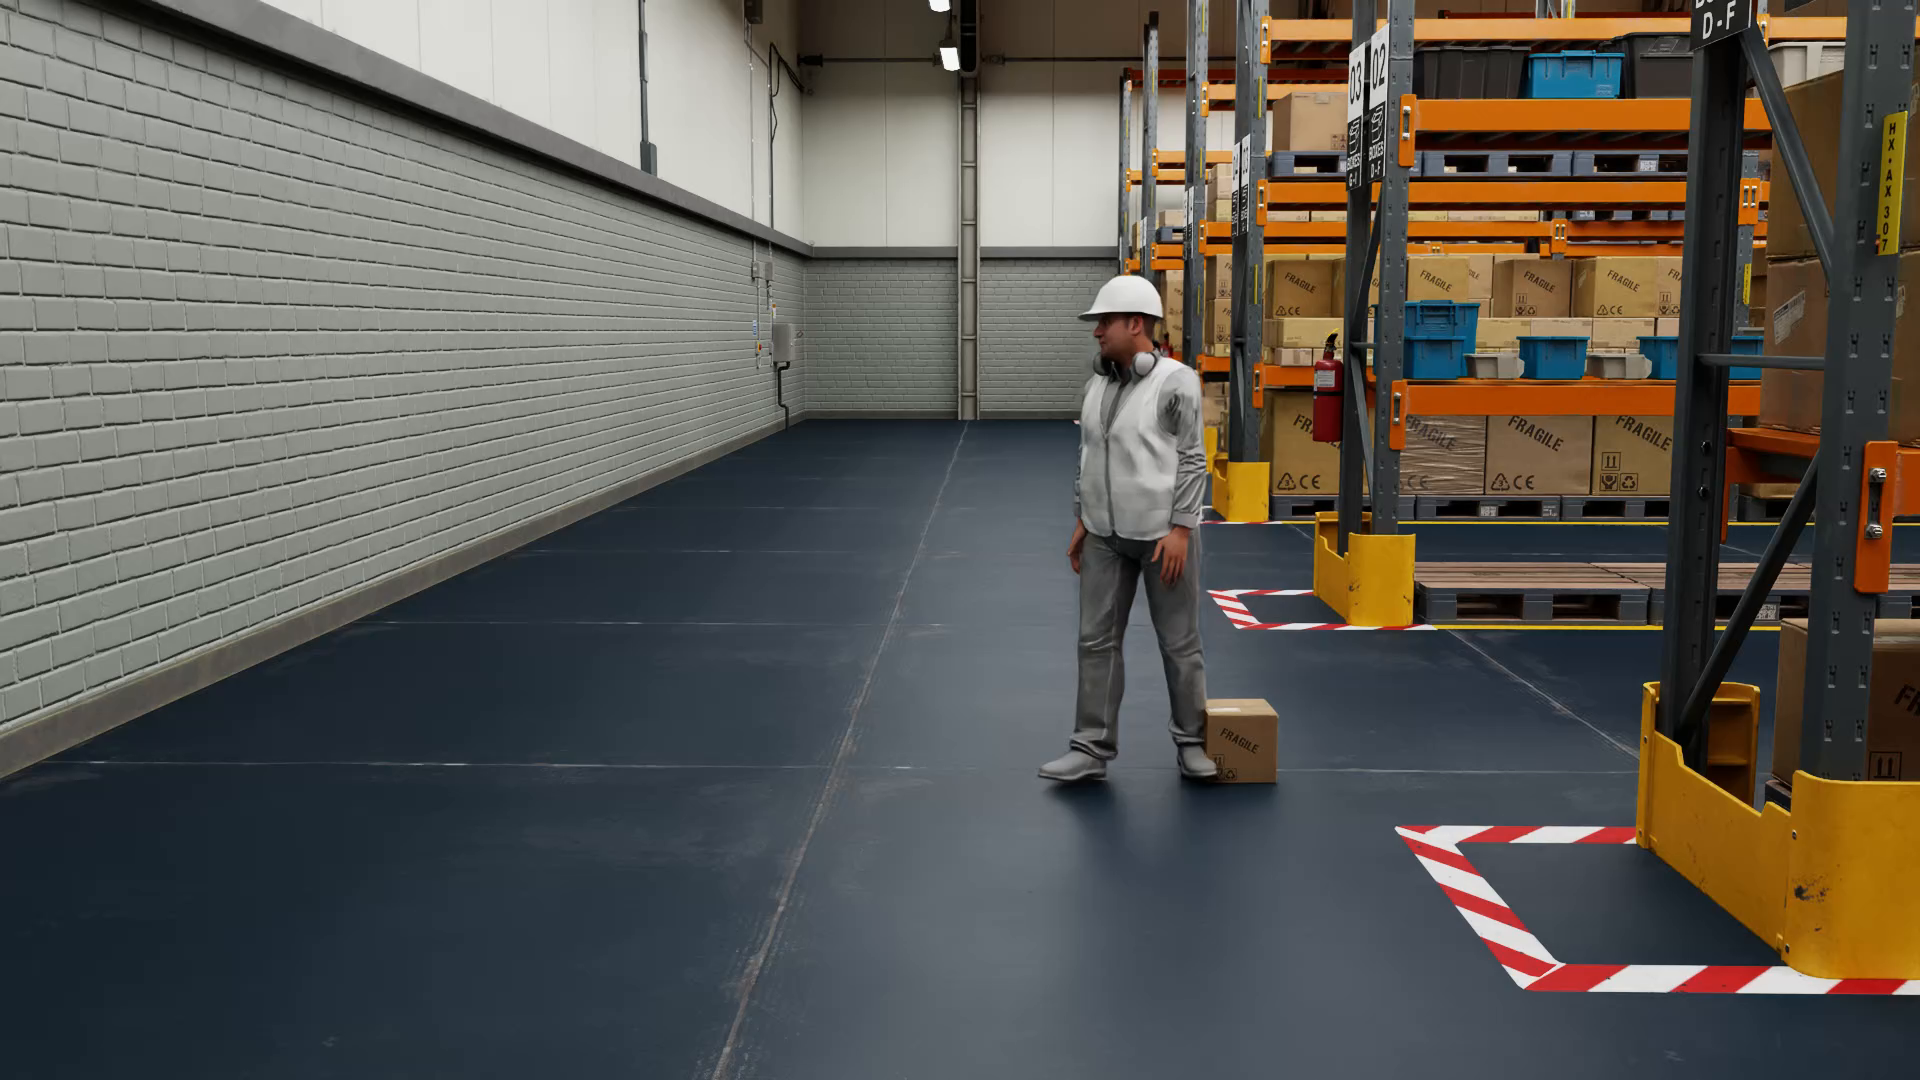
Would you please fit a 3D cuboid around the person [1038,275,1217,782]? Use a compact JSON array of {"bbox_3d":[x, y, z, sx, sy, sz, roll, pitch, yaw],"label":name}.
[{"bbox_3d":[0.605,-0.030,5.818,0.578,1.772,0.617,6,9,40],"label":"person"}]
